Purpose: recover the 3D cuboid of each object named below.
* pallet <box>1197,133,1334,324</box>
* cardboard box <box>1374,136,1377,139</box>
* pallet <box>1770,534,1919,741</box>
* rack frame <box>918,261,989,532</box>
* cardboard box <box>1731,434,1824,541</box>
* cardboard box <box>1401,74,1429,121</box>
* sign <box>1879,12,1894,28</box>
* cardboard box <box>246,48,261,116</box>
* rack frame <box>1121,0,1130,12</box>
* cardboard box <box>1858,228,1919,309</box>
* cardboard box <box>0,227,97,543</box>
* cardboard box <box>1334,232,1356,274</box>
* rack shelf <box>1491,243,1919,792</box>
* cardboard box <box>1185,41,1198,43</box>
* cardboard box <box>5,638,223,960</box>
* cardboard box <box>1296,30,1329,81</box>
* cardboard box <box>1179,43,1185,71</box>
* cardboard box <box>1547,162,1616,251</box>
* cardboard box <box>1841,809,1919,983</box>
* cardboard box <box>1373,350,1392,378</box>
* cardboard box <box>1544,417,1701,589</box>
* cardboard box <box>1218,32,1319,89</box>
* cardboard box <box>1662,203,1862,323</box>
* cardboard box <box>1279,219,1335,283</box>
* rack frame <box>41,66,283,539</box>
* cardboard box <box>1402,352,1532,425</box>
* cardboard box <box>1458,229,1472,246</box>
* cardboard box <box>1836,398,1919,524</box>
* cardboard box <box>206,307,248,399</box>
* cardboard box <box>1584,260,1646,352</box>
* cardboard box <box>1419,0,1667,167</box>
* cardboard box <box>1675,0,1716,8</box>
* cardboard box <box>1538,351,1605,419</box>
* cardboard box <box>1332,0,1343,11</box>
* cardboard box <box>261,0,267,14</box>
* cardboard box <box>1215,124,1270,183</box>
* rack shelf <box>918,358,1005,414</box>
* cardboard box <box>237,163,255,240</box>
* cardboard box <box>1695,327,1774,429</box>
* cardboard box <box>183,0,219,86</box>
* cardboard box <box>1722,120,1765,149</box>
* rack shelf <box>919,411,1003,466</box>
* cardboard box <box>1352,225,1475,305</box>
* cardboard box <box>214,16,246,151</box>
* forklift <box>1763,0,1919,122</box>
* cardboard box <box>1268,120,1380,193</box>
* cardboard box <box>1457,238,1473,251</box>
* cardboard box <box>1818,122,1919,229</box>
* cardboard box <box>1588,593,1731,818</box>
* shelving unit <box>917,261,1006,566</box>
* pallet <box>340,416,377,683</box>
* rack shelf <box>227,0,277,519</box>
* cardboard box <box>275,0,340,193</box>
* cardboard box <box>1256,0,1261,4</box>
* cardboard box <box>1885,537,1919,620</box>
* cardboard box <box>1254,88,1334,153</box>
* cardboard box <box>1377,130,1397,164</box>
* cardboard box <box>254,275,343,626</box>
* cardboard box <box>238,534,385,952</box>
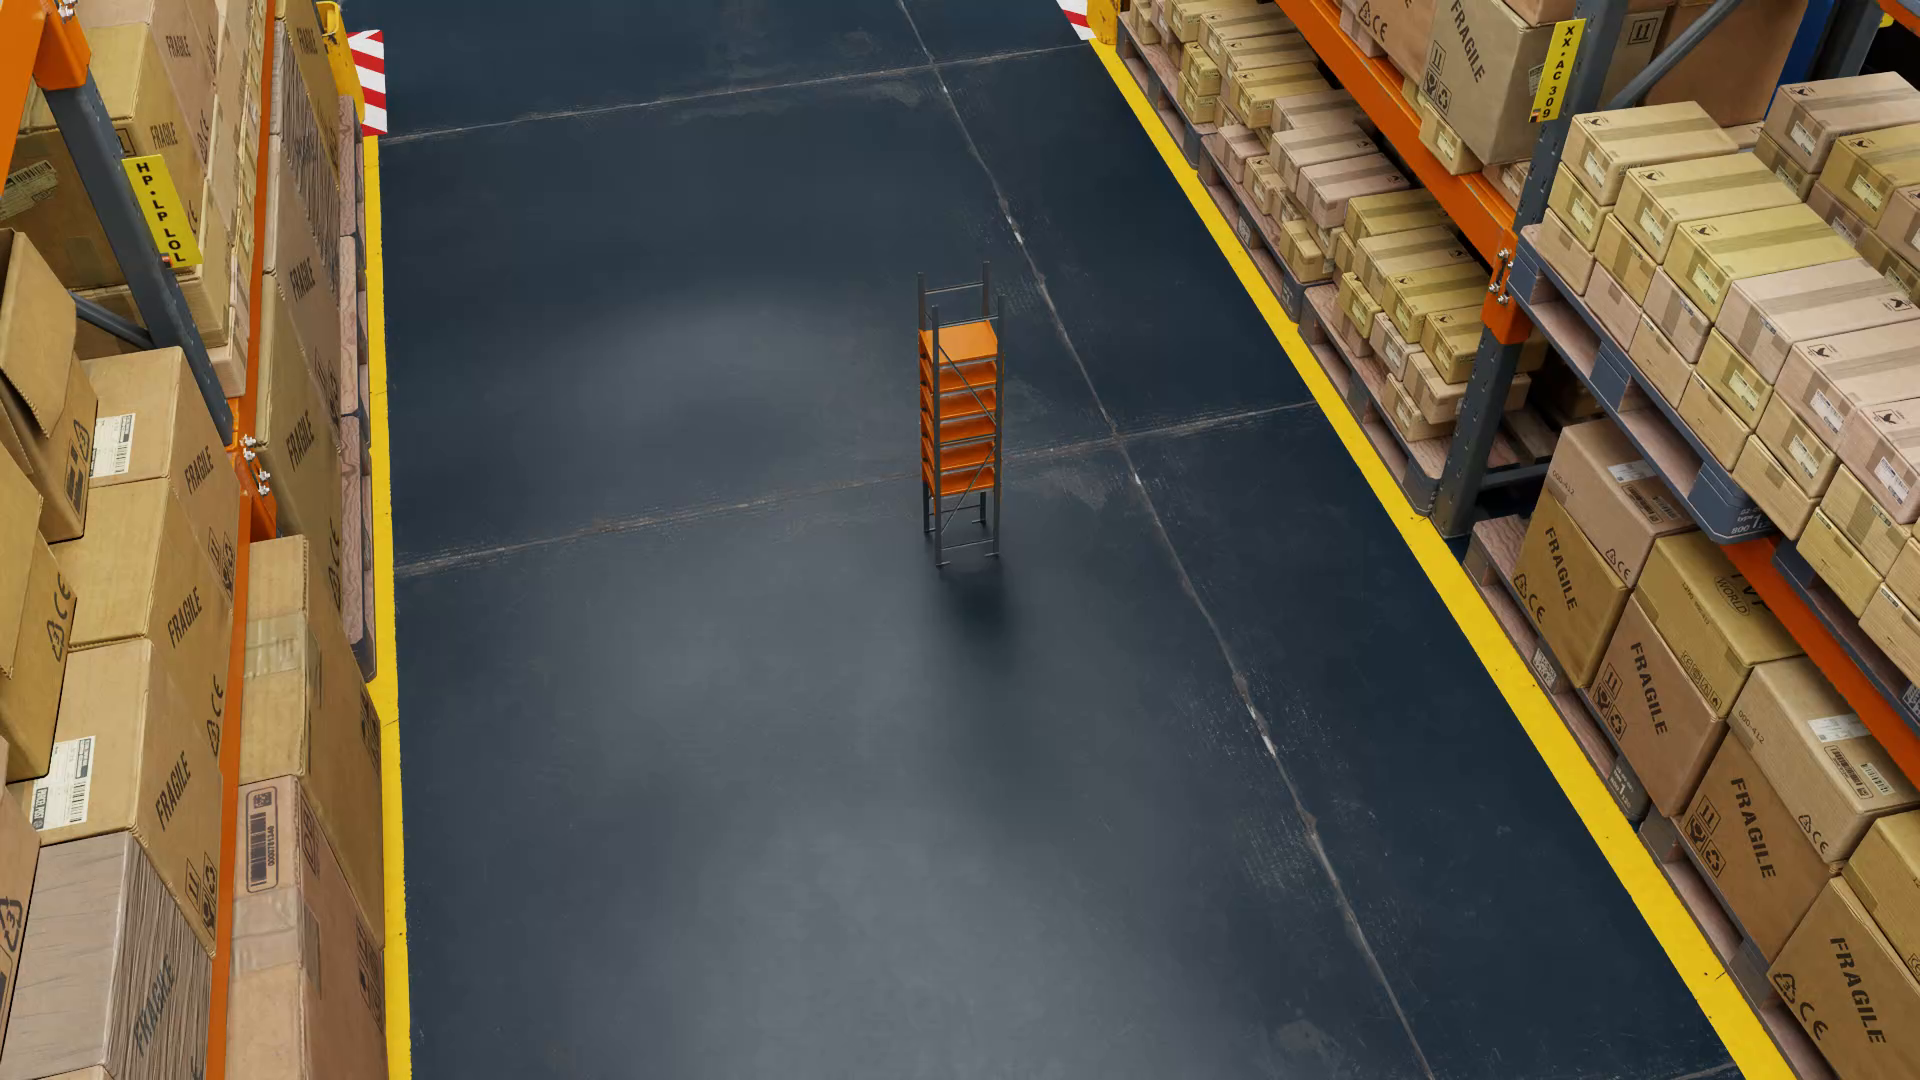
[{"bbox_3d":[1.760,-1.505,7.577,1.003,0.211,1.213,-11,47,-10],"label":"pallet"},{"bbox_3d":[1.995,-1.883,7.697,0.380,0.149,0.250,-10,46,-10],"label":"cardboard box"},{"bbox_3d":[2.760,0.290,4.000,1.003,0.211,1.213,-11,47,-10],"label":"pallet"},{"bbox_3d":[-0.020,-0.473,5.874,0.240,1.200,0.006,-11,47,-10],"label":"rack frame"},{"bbox_3d":[2.204,-0.170,4.198,0.380,0.149,0.250,-13,47,-12],"label":"cardboard box"},{"bbox_3d":[1.801,-1.600,5.893,0.380,0.149,0.250,-9,46,-9],"label":"cardboard box"},{"bbox_3d":[2.818,-1.689,4.994,0.100,0.325,0.005,-11,47,-10],"label":"sign"},{"bbox_3d":[-2.693,-1.596,5.890,0.380,0.149,0.250,-12,47,-11],"label":"cardboard box"},{"bbox_3d":[1.258,-3.941,8.012,1.000,3.000,0.127,-11,47,-10],"label":"rack frame"},{"bbox_3d":[2.704,-0.751,4.559,0.380,0.149,0.250,-9,46,-9],"label":"cardboard box"},{"bbox_3d":[-2.367,-0.289,3.661,0.797,0.503,0.637,-12,47,-11],"label":"cardboard box"},{"bbox_3d":[1.758,-1.150,6.770,0.380,0.149,0.250,-10,46,-10],"label":"cardboard box"},{"bbox_3d":[2.794,0.453,4.210,1.077,0.370,4.000,-11,47,-10],"label":"rack shelf"},{"bbox_3d":[1.308,-2.434,8.029,0.380,0.149,0.250,-10,46,-10],"label":"cardboard box"},{"bbox_3d":[-1.894,0.598,3.494,0.500,0.500,0.500,-11,47,-11],"label":"cardboard box"},{"bbox_3d":[1.774,-2.320,7.917,0.380,0.149,0.250,-11,47,-11],"label":"cardboard box"},{"bbox_3d":[1.300,-2.334,8.140,0.380,0.149,0.250,-10,46,-10],"label":"cardboard box"},{"bbox_3d":[1.939,-0.987,4.791,0.380,0.149,0.250,-10,46,-10],"label":"cardboard box"},{"bbox_3d":[2.623,0.923,4.177,0.500,0.250,0.500,-10,46,-9],"label":"cardboard box"},{"bbox_3d":[1.867,-0.732,6.569,0.380,0.149,0.250,-10,46,-9],"label":"cardboard box"},{"bbox_3d":[2.216,-0.156,5.234,0.500,0.250,0.500,-13,47,-12],"label":"cardboard box"},{"bbox_3d":[1.397,-2.160,7.552,0.380,0.149,0.250,-9,46,-9],"label":"cardboard box"},{"bbox_3d":[2.079,-0.722,4.323,0.380,0.149,0.250,-10,46,-10],"label":"cardboard box"},{"bbox_3d":[1.588,-1.252,7.079,0.380,0.149,0.250,-11,47,-10],"label":"cardboard box"},{"bbox_3d":[-2.538,-0.343,4.486,1.000,3.000,0.127,-11,47,-10],"label":"rack frame"},{"bbox_3d":[1.895,-0.592,6.224,0.380,0.149,0.250,-10,46,-10],"label":"cardboard box"},{"bbox_3d":[2.180,-1.355,6.764,0.380,0.149,0.250,-12,47,-11],"label":"cardboard box"},{"bbox_3d":[2.271,-0.199,3.810,0.380,0.149,0.250,-9,46,-9],"label":"cardboard box"},{"bbox_3d":[-2.292,-0.520,4.835,0.380,0.149,0.250,-11,47,-10],"label":"cardboard box"},{"bbox_3d":[2.015,-0.692,4.710,0.380,0.149,0.250,-10,46,-10],"label":"cardboard box"},{"bbox_3d":[1.886,-1.601,5.441,0.500,0.500,0.500,-11,47,-10],"label":"cardboard box"},{"bbox_3d":[2.402,-2.025,5.156,0.500,0.500,0.500,-10,46,-9],"label":"cardboard box"},{"bbox_3d":[2.500,-0.639,6.478,0.380,0.149,0.250,-13,47,-12],"label":"cardboard box"},{"bbox_3d":[1.647,-2.150,6.432,0.380,0.149,0.250,-11,47,-11],"label":"cardboard box"},{"bbox_3d":[-2.890,-2.126,6.409,0.380,0.149,0.250,-12,47,-11],"label":"cardboard box"},{"bbox_3d":[1.396,-1.791,7.607,0.380,0.149,0.250,-13,47,-12],"label":"cardboard box"},{"bbox_3d":[0.004,-0.547,5.672,0.258,0.103,0.180,-11,47,-10],"label":"rack shelf"},{"bbox_3d":[-2.497,-1.064,5.369,0.380,0.149,0.250,-12,47,-11],"label":"cardboard box"},{"bbox_3d":[2.141,-0.451,4.265,0.380,0.149,0.250,-13,47,-12],"label":"cardboard box"},{"bbox_3d":[-2.670,-1.734,5.221,0.500,0.500,0.500,-12,47,-12],"label":"cardboard box"},{"bbox_3d":[2.526,-1.347,5.646,0.380,0.149,0.250,-9,46,-9],"label":"cardboard box"},{"bbox_3d":[0.004,-0.379,5.843,0.258,0.103,0.180,-11,47,-10],"label":"rack shelf"},{"bbox_3d":[1.765,-1.075,6.489,0.380,0.149,0.250,-11,47,-11],"label":"cardboard box"},{"bbox_3d":[-2.666,-1.467,5.485,0.500,0.250,0.500,-10,46,-9],"label":"cardboard box"},{"bbox_3d":[4.373,-2.063,6.220,1.130,2.935,3.031,-10,46,-9],"label":"forklift"},{"bbox_3d":[1.535,-1.622,7.025,0.380,0.149,0.250,-12,47,-12],"label":"cardboard box"},{"bbox_3d":[2.184,-1.249,6.867,0.380,0.149,0.250,-13,47,-12],"label":"cardboard box"},{"bbox_3d":[2.644,-1.020,4.615,0.380,0.149,0.250,-12,47,-12],"label":"cardboard box"},{"bbox_3d":[2.352,0.472,5.144,0.500,0.500,0.500,-9,46,-9],"label":"cardboard box"},{"bbox_3d":[0.004,-0.410,5.812,0.258,1.200,0.189,-11,47,-10],"label":"shelving unit"},{"bbox_3d":[-2.657,0.094,6.010,1.003,0.211,1.213,-11,47,-10],"label":"pallet"},{"bbox_3d":[-3.050,-1.472,6.096,1.077,0.370,4.000,-11,47,-10],"label":"rack shelf"},{"bbox_3d":[-3.321,-2.080,7.382,0.875,0.875,0.875,-11,47,-10],"label":"cardboard box"},{"bbox_3d":[1.251,-2.707,8.088,0.380,0.149,0.250,-10,46,-10],"label":"cardboard box"},{"bbox_3d":[2.341,0.093,3.733,0.380,0.149,0.250,-12,47,-11],"label":"cardboard box"},{"bbox_3d":[1.538,-1.891,7.497,0.380,0.149,0.250,-9,46,-8],"label":"cardboard box"},{"bbox_3d":[2.094,-1.803,7.411,0.380,0.149,0.250,-10,46,-10],"label":"cardboard box"},{"bbox_3d":[-2.630,-0.216,5.555,0.875,0.875,0.875,-11,47,-10],"label":"cardboard box"},{"bbox_3d":[-2.355,0.692,4.665,1.225,0.875,0.875,-11,47,-10],"label":"cardboard box"}]
